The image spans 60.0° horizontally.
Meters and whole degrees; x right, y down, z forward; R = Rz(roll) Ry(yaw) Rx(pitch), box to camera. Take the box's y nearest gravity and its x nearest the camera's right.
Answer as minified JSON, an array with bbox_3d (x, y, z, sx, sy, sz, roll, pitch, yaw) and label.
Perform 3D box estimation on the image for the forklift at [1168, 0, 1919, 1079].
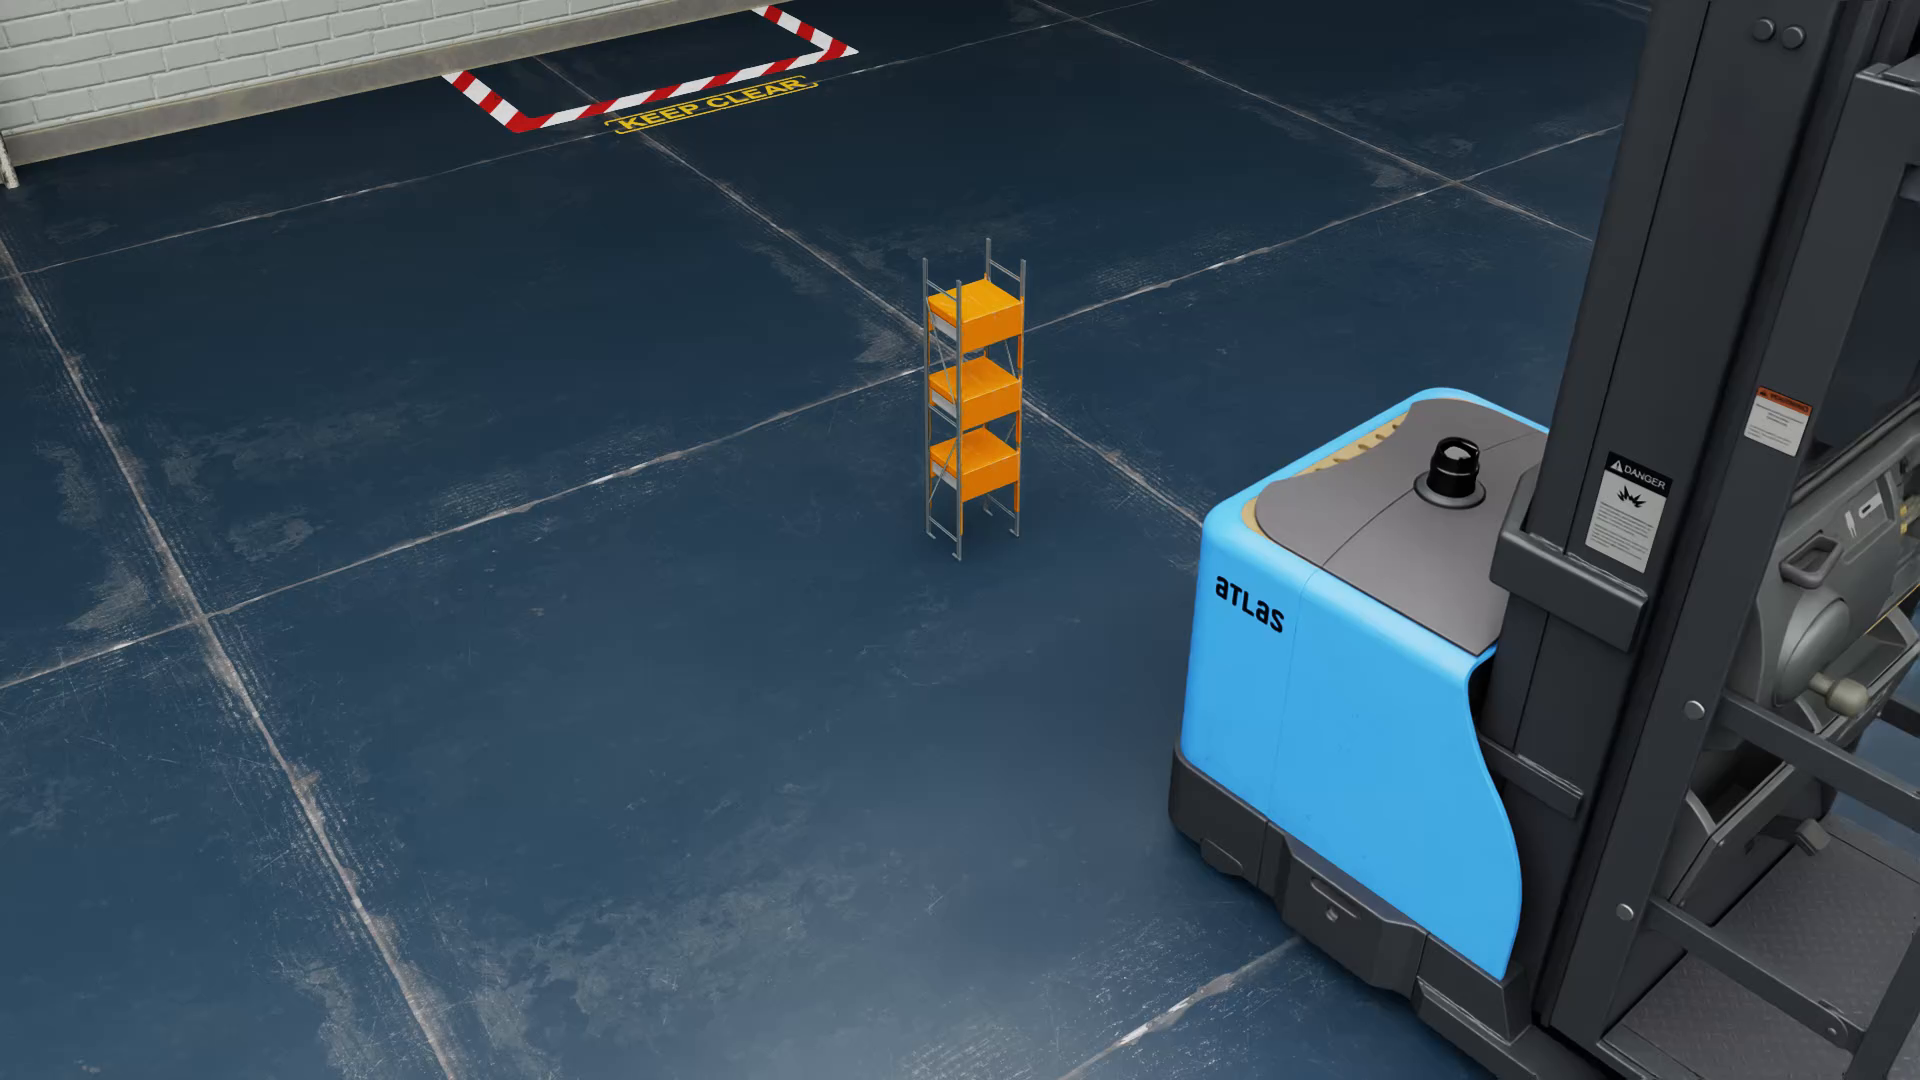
[{"bbox_3d":[1.921,0.076,3.134,1.130,2.935,3.031,-27,44,-32],"label":"forklift"}]

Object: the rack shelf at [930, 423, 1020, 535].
[{"bbox_3d":[0.044,-0.210,5.637,0.240,0.259,0.215,-22,41,-28],"label":"rack shelf"}]

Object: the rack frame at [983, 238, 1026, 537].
[{"bbox_3d":[0.143,-0.485,5.526,0.008,1.050,0.200,-22,41,-28],"label":"rack frame"}]

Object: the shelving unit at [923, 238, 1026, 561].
[{"bbox_3d":[0.044,-0.444,5.468,0.252,1.050,0.215,-22,41,-28],"label":"shelving unit"}]

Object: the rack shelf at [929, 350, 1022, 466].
[{"bbox_3d":[0.044,-0.436,5.475,0.240,0.259,0.215,-22,41,-28],"label":"rack shelf"}]

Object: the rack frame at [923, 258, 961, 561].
[{"bbox_3d":[-0.056,-0.403,5.411,0.008,1.050,0.200,-22,41,-28],"label":"rack frame"}]

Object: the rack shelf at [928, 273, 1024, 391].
[{"bbox_3d":[0.044,-0.666,5.309,0.240,0.259,0.215,-22,41,-28],"label":"rack shelf"}]

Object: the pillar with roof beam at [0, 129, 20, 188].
[{"bbox_3d":[-2.387,-3.344,2.692,0.400,9.000,9.100,-22,41,-28],"label":"pillar with roof beam"}]
